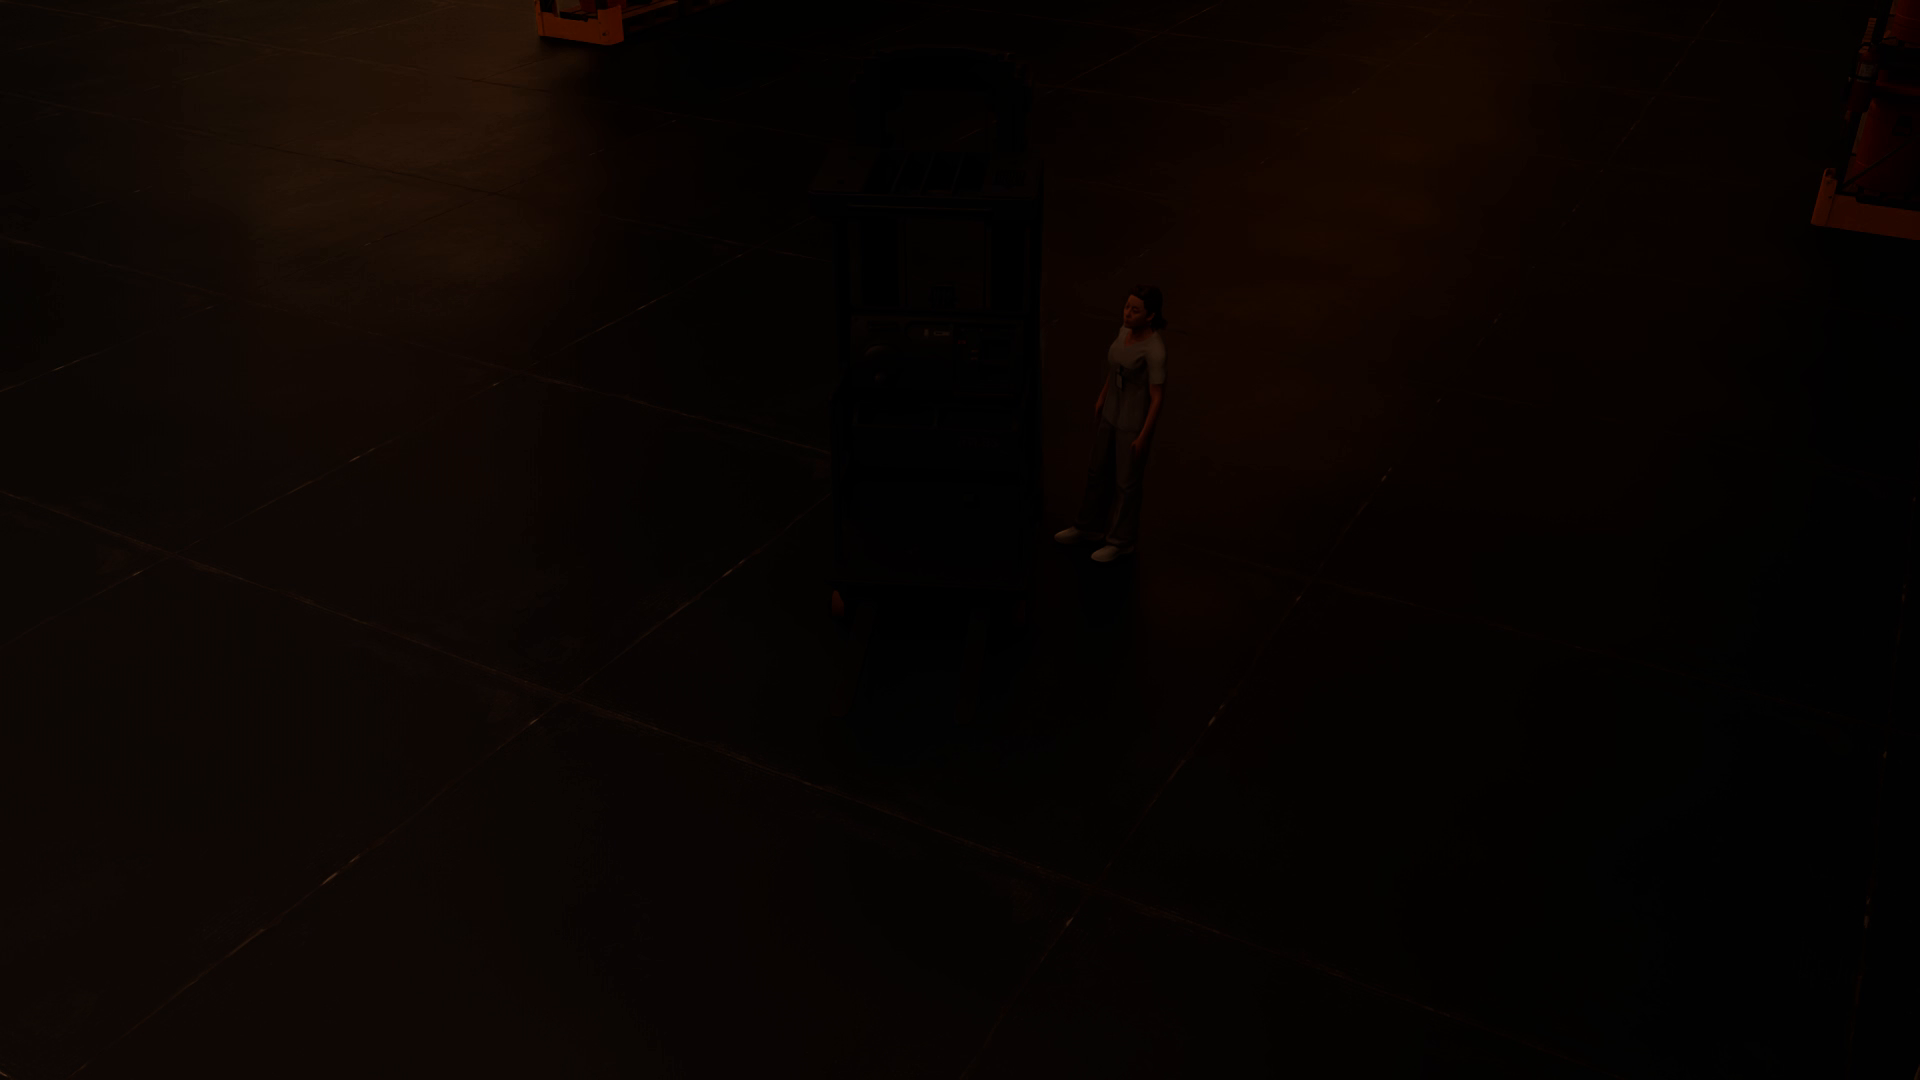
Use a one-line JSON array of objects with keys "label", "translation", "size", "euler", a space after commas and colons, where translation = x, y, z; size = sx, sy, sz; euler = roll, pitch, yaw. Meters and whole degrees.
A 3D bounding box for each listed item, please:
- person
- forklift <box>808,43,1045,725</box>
[{"label": "person", "translation": [0.898, -0.652, 9.461], "size": [0.522, 1.669, 0.545], "euler": [-13, 33, -22]}, {"label": "forklift", "translation": [-0.141, -0.956, 8.728], "size": [1.130, 2.935, 3.031], "euler": [3, 30, 5]}]
